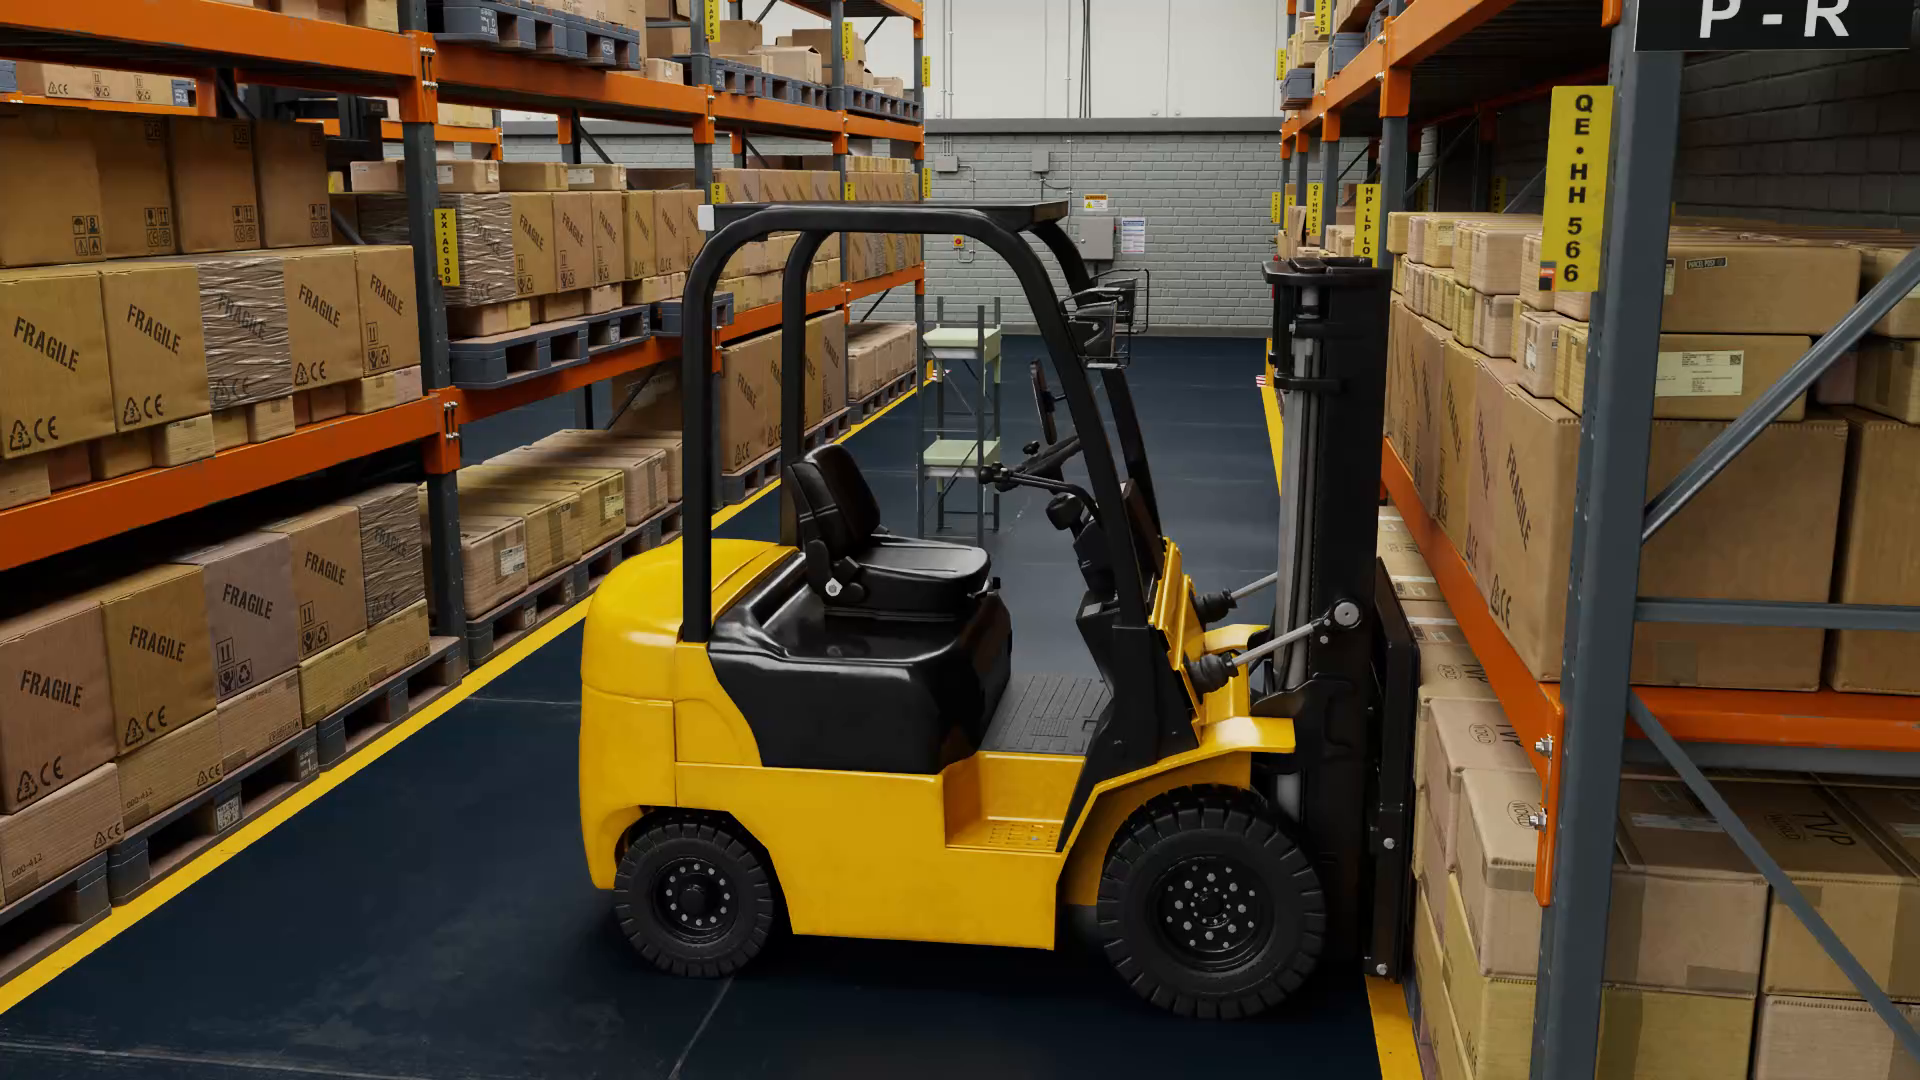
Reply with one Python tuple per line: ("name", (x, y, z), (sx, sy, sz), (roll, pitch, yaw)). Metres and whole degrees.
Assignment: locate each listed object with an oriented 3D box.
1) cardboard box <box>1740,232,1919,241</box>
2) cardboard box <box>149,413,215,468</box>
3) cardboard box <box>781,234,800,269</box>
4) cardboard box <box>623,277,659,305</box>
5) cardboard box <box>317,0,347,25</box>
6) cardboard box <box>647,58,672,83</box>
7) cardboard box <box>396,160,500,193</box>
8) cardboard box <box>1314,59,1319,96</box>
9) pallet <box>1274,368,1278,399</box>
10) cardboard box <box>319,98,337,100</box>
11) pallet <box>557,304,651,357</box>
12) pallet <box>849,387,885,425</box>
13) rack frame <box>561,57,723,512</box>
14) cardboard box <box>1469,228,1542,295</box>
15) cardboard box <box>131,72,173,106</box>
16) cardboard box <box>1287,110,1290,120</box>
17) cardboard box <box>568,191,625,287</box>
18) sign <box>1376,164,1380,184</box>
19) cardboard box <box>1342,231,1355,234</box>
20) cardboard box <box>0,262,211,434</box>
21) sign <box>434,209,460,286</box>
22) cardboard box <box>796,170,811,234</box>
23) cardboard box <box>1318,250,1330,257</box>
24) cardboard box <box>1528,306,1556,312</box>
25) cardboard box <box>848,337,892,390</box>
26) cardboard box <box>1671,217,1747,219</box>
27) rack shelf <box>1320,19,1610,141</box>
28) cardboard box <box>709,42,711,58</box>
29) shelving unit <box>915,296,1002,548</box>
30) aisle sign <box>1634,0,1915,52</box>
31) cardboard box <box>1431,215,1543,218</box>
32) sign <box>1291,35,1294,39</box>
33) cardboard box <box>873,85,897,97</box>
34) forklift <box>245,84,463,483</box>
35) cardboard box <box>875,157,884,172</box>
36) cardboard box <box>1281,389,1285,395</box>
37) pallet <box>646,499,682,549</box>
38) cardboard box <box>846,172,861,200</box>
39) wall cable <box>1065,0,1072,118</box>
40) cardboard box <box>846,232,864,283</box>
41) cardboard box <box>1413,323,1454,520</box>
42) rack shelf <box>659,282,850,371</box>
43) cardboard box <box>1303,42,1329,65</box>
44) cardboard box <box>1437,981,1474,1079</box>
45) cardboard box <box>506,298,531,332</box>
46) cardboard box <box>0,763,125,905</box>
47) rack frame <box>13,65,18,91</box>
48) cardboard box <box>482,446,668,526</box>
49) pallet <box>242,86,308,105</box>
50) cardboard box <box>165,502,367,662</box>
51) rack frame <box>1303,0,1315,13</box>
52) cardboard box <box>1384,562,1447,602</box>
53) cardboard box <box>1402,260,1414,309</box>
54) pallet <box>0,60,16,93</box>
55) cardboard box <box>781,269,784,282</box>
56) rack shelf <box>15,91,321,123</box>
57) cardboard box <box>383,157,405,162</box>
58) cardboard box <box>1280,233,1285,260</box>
("cardboard box", (1.948, -0.598, 3.665), (0.380, 0.149, 0.250), (2, 12, 9))
("cardboard box", (-2.731, -0.338, 5.539), (0.380, 0.149, 0.250), (2, 12, 9))
("cardboard box", (-1.560, -2.274, 13.093), (0.500, 0.250, 0.500), (2, 12, 10))
("cardboard box", (-1.999, -1.474, 9.812), (0.380, 0.149, 0.250), (2, 12, 10))
("cardboard box", (-2.630, -2.075, 6.477), (0.380, 0.149, 0.250), (2, 12, 9))
("cardboard box", (-2.013, -2.908, 10.344), (0.380, 0.149, 0.250), (2, 12, 9))
("cardboard box", (-2.335, -1.660, 7.594), (0.380, 0.149, 0.250), (2, 12, 8))
("cardboard box", (2.756, -3.246, 11.670), (0.500, 0.250, 0.500), (2, 12, 9))
("pallet", (3.860, -1.649, 17.646), (1.003, 0.211, 1.213), (2, 12, 9))
("cardboard box", (-6.102, -4.142, 15.829), (0.500, 0.250, 0.500), (3, 12, 12))
("pallet", (-2.406, -1.182, 9.313), (1.003, 0.211, 1.213), (2, 12, 9))
("pallet", (-1.333, -1.314, 16.091), (1.003, 0.211, 1.213), (2, 12, 9))
("rack frame", (-2.142, -1.689, 11.211), (1.000, 3.000, 0.127), (2, 12, 9))
("cardboard box", (1.443, -0.671, 4.006), (0.380, 0.149, 0.250), (2, 12, 10))
("cardboard box", (-6.556, -3.663, 13.011), (0.500, 0.500, 0.500), (2, 12, 9))
("cardboard box", (3.383, -4.163, 16.167), (0.380, 0.149, 0.250), (2, 12, 9))
("cardboard box", (-2.167, -1.658, 9.128), (0.500, 0.500, 0.500), (1, 12, 6))
("sign", (4.539, -3.893, 17.938), (0.100, 0.325, 0.005), (2, 12, 9))
("cardboard box", (2.235, -1.569, 8.878), (0.380, 0.149, 0.250), (2, 12, 10))
("cardboard box", (-2.802, -0.628, 5.343), (0.500, 0.500, 0.500), (2, 12, 7))
("sign", (-2.220, -1.264, 7.182), (0.100, 0.325, 0.005), (2, 12, 9))
("cardboard box", (-1.517, -2.745, 13.502), (0.500, 0.500, 0.500), (2, 12, 10))
("cardboard box", (2.429, -1.617, 10.044), (0.500, 0.250, 0.500), (2, 12, 9))
("cardboard box", (1.420, -0.417, 3.532), (0.380, 0.149, 0.250), (2, 12, 10))
("cardboard box", (-1.187, -1.788, 16.756), (0.875, 0.438, 0.875), (2, 12, 7))
("cardboard box", (2.314, -0.971, 5.396), (0.380, 0.149, 0.250), (2, 12, 8))
("rack shelf", (2.456, -2.227, 8.296), (1.077, 0.370, 4.000), (2, 12, 9))
("cardboard box", (-2.178, -3.622, 11.825), (0.700, 0.500, 0.500), (1, 12, 6))
("shelving unit", (-0.001, -0.732, 10.329), (0.431, 1.500, 0.755), (2, 12, 9))
("aisle sign", (1.232, -1.130, 2.448), (0.394, 0.787, 0.004), (2, 12, 9))
("cardboard box", (1.824, -1.040, 5.718), (0.380, 0.149, 0.250), (2, 12, 8))
("sign", (2.841, -4.097, 14.036), (0.100, 0.325, 0.005), (2, 12, 9))
("cardboard box", (-0.877, -4.766, 17.729), (0.380, 0.149, 0.250), (1, 12, 4))
("forklift", (-4.709, -1.749, 11.653), (1.130, 2.935, 3.031), (2, 12, 9))
("cardboard box", (-0.969, -3.750, 16.625), (0.380, 0.149, 0.250), (2, 12, 9))
("cardboard box", (3.476, -1.661, 16.016), (0.700, 0.500, 0.500), (1, 12, 7))
("pallet", (-2.264, -0.163, 10.750), (1.003, 0.211, 1.213), (2, 12, 9))
("cardboard box", (-1.214, -3.151, 15.383), (0.500, 0.500, 0.500), (2, 12, 9))
("wall cable", (0.427, -7.455, 23.728), (2.355, 3.000, 0.029), (2, 12, 9))
("cardboard box", (-1.196, -2.660, 15.478), (0.500, 0.500, 0.500), (2, 12, 11))
("cardboard box", (1.583, -0.343, 4.727), (0.500, 0.500, 0.500), (2, 12, 9))
("rack shelf", (-1.834, -1.754, 13.219), (1.077, 0.370, 4.000), (2, 12, 9))
("cardboard box", (2.728, -3.589, 12.271), (0.380, 0.149, 0.250), (2, 12, 10))
("cardboard box", (1.293, 1.167, 3.488), (0.500, 0.250, 0.500), (2, 12, 9))
("cardboard box", (-2.313, -1.095, 8.056), (0.380, 0.149, 0.250), (2, 12, 10))
("cardboard box", (-2.889, 0.850, 4.959), (0.500, 0.250, 0.500), (2, 12, 11))
("rack frame", (-7.049, -1.828, 11.858), (1.000, 3.000, 0.127), (2, 12, 9))
("cardboard box", (-2.344, -0.339, 10.186), (0.950, 0.372, 0.625), (2, 12, 8))
("pallet", (-6.634, -3.911, 14.845), (1.213, 0.211, 1.003), (2, 12, 9))
("cardboard box", (-2.660, 0.154, 6.411), (0.500, 0.500, 0.500), (2, 12, 10))
("rack frame", (3.378, -5.294, 13.700), (1.000, 3.000, 0.127), (2, 12, 9))
("cardboard box", (1.610, 0.254, 5.350), (0.500, 0.250, 0.500), (2, 12, 11))
("cardboard box", (1.677, -0.847, 5.524), (0.380, 0.149, 0.250), (2, 12, 10))
("pallet", (-7.095, -3.067, 10.932), (1.213, 0.211, 1.003), (2, 12, 11))
("cardboard box", (-1.598, -2.029, 13.144), (0.500, 0.250, 0.500), (2, 12, 9))
("rack shelf", (-6.741, -3.359, 13.549), (1.077, 0.370, 4.000), (2, 12, 9))
("cardboard box", (-5.951, -3.643, 16.959), (0.500, 0.500, 0.500), (2, 12, 10))
("cardboard box", (3.505, -2.970, 16.806), (0.500, 0.250, 0.500), (2, 12, 8))
